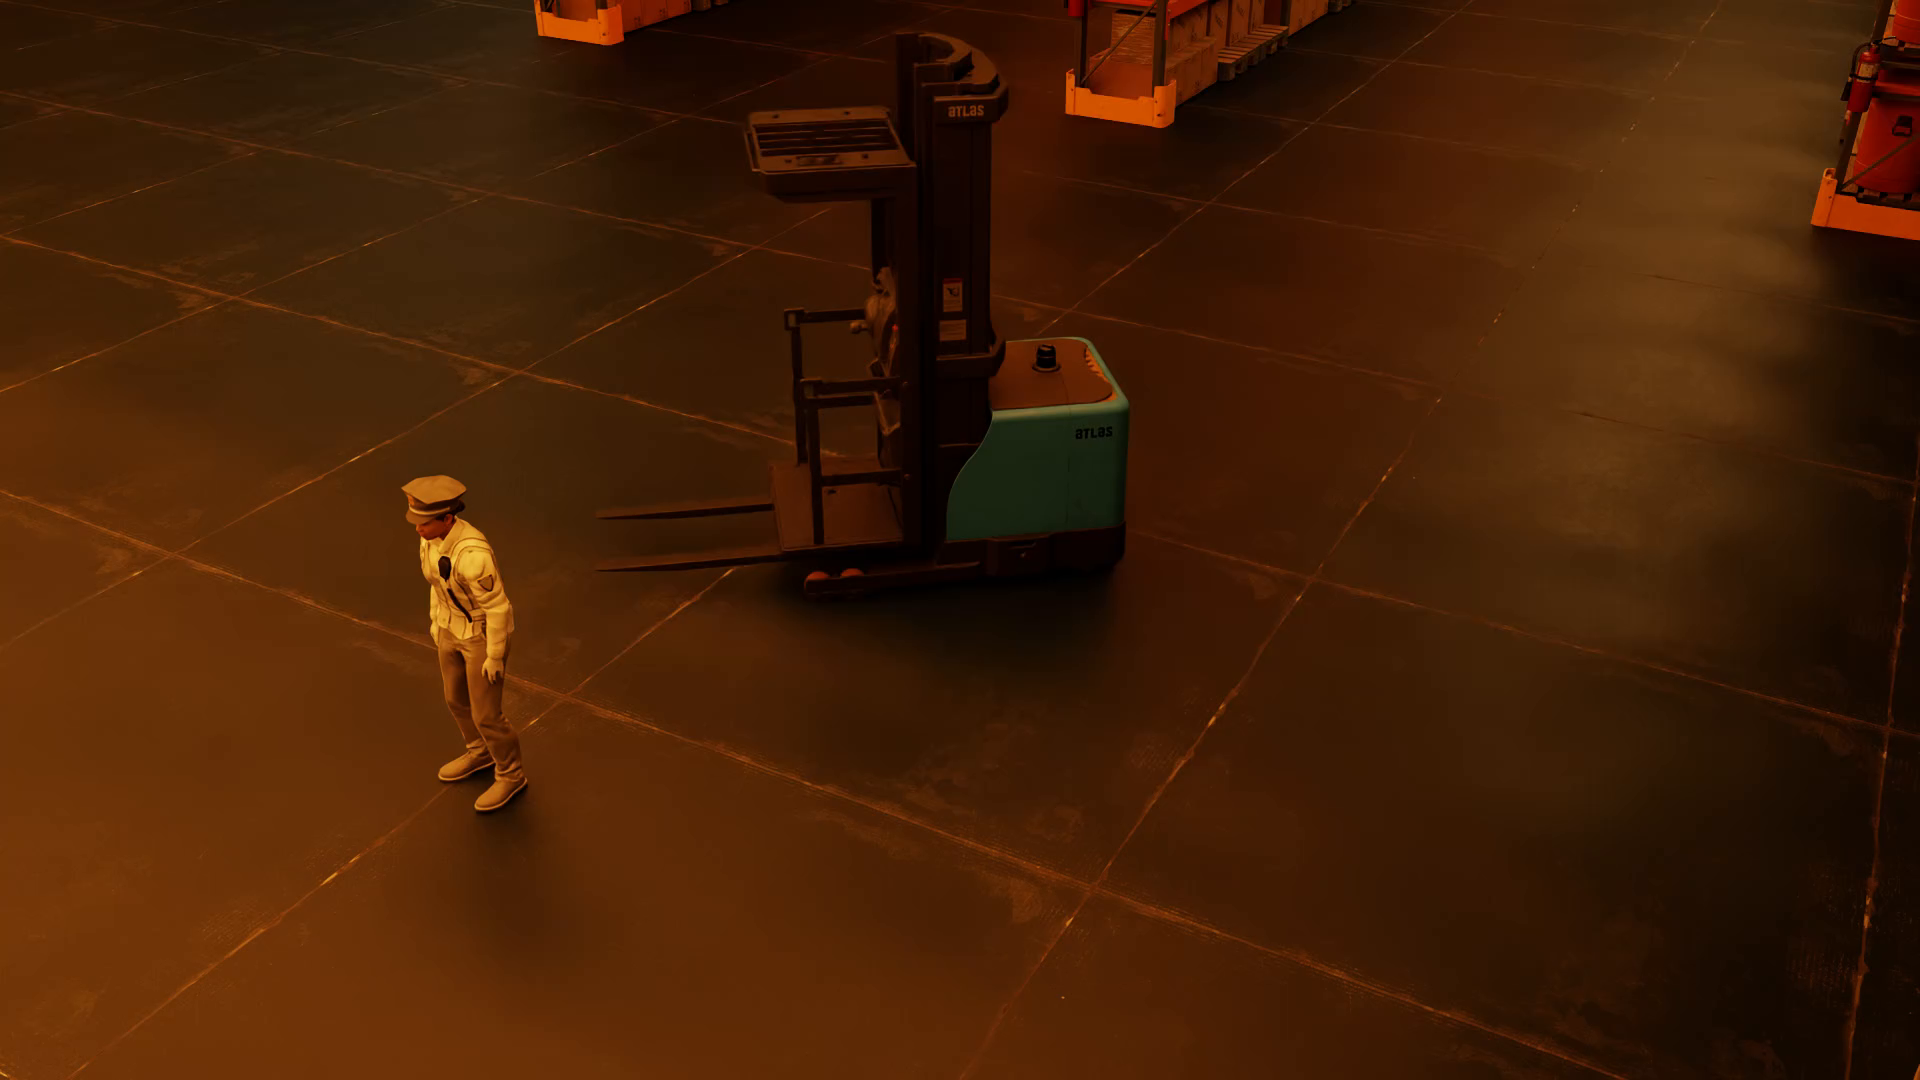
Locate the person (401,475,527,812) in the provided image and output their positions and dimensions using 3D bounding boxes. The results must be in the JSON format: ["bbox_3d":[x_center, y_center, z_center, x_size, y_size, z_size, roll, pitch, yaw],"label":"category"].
[{"bbox_3d":[-2.235,0.449,7.565,0.523,1.663,0.374,25,38,37],"label":"person"}]

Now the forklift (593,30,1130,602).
[{"bbox_3d":[-0.610,-1.207,9.162,3.031,2.935,1.130,-5,30,-9],"label":"forklift"}]
